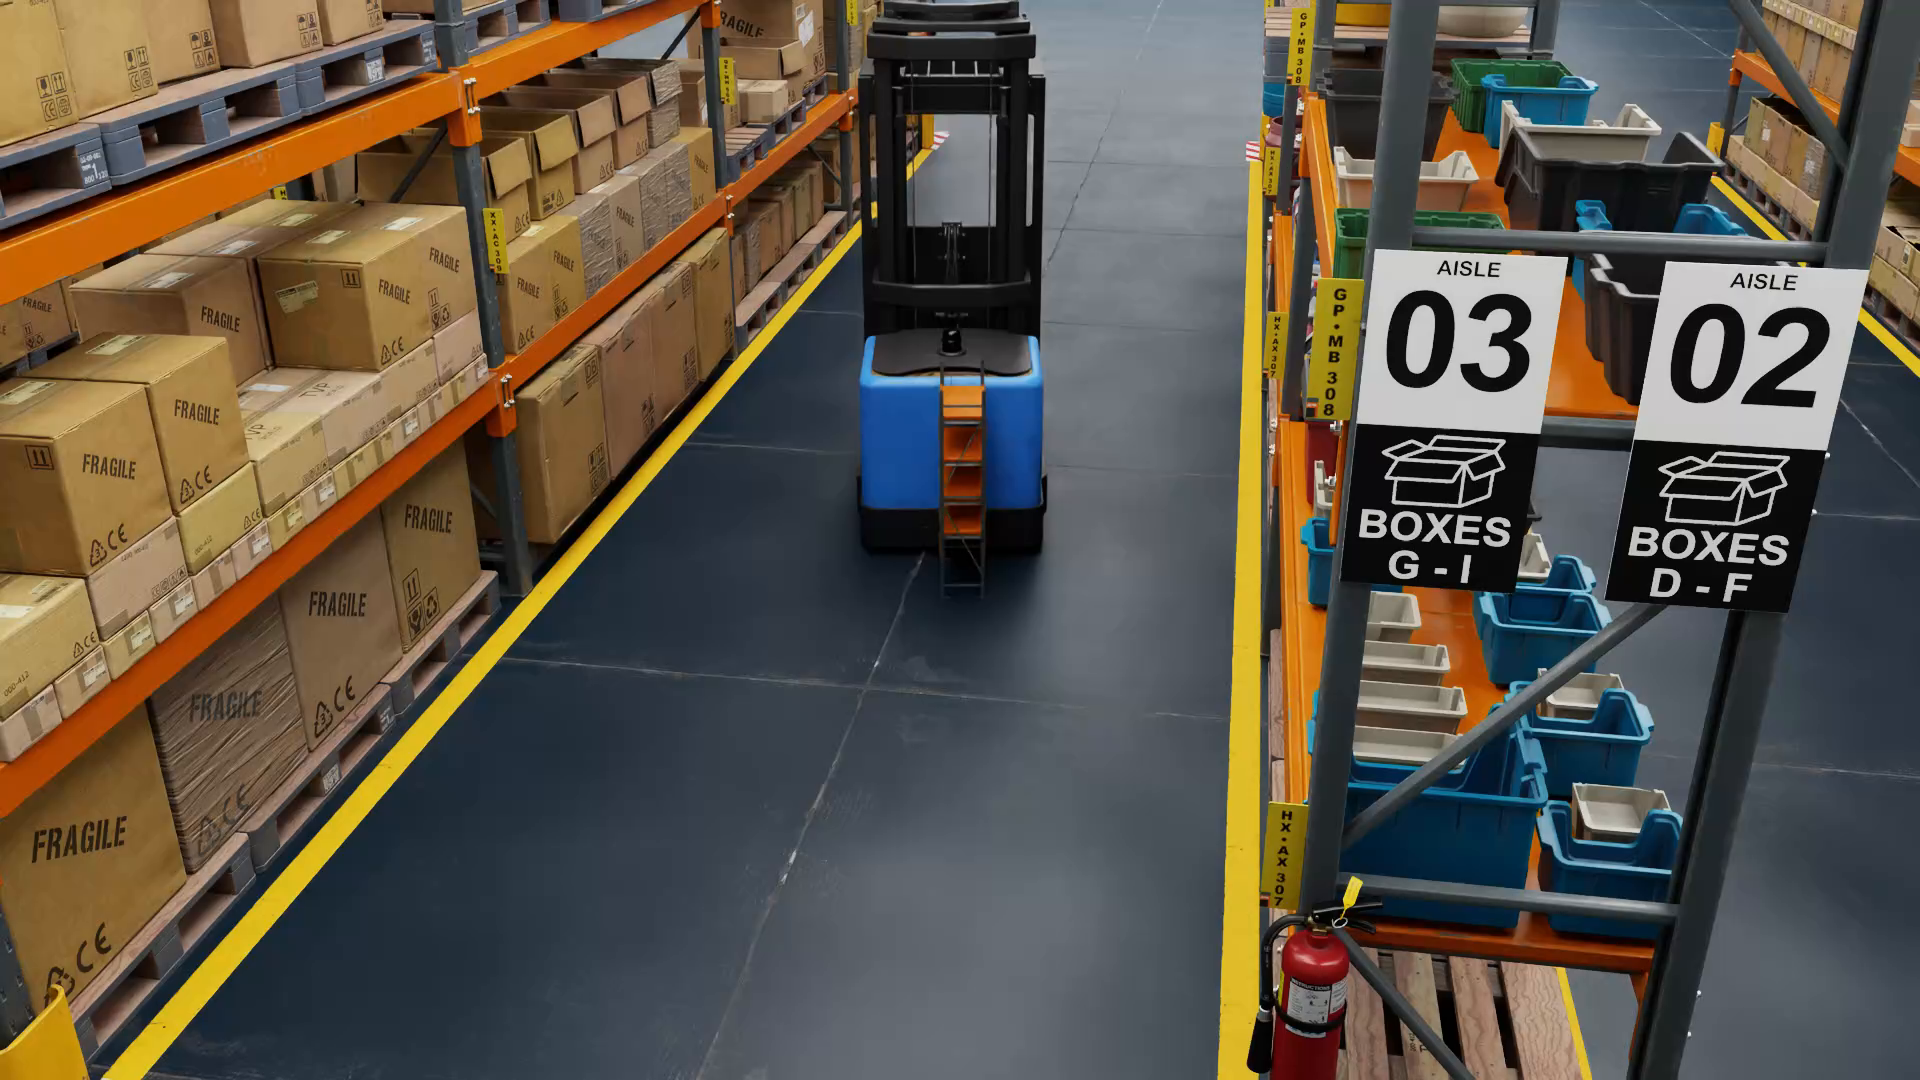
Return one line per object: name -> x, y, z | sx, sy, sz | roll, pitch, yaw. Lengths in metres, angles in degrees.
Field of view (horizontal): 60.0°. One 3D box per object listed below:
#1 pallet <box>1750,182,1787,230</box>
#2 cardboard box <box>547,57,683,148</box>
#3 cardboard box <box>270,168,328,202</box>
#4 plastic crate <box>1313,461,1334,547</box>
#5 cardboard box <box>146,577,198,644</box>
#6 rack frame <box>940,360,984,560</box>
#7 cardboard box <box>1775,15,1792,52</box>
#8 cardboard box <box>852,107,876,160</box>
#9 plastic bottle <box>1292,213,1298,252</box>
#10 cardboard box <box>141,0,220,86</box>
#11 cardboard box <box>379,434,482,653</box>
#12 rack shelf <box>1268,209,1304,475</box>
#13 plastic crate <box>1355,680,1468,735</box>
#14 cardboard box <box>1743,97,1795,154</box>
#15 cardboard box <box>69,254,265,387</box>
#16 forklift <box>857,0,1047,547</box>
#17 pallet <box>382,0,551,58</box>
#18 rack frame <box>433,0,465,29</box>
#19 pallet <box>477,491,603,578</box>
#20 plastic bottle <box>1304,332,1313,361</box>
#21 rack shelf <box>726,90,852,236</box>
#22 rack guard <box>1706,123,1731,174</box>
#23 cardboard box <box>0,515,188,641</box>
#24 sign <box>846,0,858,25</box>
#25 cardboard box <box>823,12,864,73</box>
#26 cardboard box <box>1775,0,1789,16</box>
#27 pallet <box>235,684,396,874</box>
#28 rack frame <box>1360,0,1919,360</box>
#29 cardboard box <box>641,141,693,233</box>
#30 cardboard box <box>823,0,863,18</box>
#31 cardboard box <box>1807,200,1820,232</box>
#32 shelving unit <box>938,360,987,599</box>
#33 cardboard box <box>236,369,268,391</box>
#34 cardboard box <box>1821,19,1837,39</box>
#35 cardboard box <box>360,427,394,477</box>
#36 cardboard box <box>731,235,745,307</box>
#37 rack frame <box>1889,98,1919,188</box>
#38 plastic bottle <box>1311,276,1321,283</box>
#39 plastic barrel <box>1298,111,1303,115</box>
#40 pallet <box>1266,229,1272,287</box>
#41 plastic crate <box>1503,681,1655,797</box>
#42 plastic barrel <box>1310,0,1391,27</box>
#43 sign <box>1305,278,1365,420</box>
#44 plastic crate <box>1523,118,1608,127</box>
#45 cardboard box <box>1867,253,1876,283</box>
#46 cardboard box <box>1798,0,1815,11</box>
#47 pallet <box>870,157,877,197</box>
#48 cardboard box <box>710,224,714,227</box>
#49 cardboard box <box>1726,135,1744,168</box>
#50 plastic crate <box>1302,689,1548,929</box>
pallet -> 8.594, -3.332, 16.620 | 1.003, 0.211, 1.213 | 4, 25, 9
cardboard box -> -2.337, -2.964, 11.242 | 0.797, 0.503, 0.637 | 5, 26, 10
cardboard box -> -6.598, -3.330, 15.484 | 1.050, 0.750, 0.750 | 4, 25, 9
plastic crate -> 1.600, -0.100, 6.495 | 0.437, 0.282, 0.530 | 4, 25, 9
cardboard box -> -3.001, 0.242, 5.992 | 0.380, 0.149, 0.250 | 4, 25, 8
rack frame -> 0.012, -0.431, 9.255 | 0.240, 1.200, 0.015 | 0, 25, 0
cardboard box -> 8.709, -5.058, 16.899 | 0.700, 0.500, 0.500 | 5, 25, 10
cardboard box -> -1.197, -4.400, 18.064 | 0.500, 0.500, 0.500 | 6, 26, 13
plastic bottle -> 2.153, -1.968, 10.553 | 0.061, 0.283, 0.133 | 4, 25, 9
cardboard box -> -3.241, -1.970, 6.151 | 0.700, 0.500, 0.500 | 5, 26, 11
cardboard box -> -3.042, -0.053, 8.336 | 0.875, 0.875, 0.875 | 4, 25, 9
rack shelf -> 2.358, -1.263, 9.759 | 1.077, 0.370, 4.000 | 4, 25, 9
plastic crate -> 1.394, 0.539, 5.301 | 0.396, 0.136, 0.243 | 4, 25, 9
cardboard box -> 8.492, -4.293, 17.247 | 0.500, 0.500, 0.500 | 4, 25, 9
cardboard box -> -3.354, -0.896, 7.068 | 0.500, 0.500, 0.500 | 3, 25, 7
forklift -> -0.049, -1.863, 10.273 | 1.130, 2.935, 3.031 | 0, 25, 0
pallet -> -2.754, -2.754, 8.784 | 0.805, 0.209, 1.217 | 3, 25, 6
rack frame -> -2.855, -3.813, 7.281 | 1.000, 3.000, 0.127 | 4, 25, 9
pallet -> -2.803, -0.161, 9.844 | 1.003, 0.211, 1.213 | 4, 25, 9
plastic bottle -> 1.777, -0.884, 8.246 | 0.152, 0.276, 0.135 | 4, 25, 9
rack shelf -> -1.874, -3.279, 14.066 | 1.077, 0.370, 4.000 | 4, 25, 9
rack guard -> 8.883, -4.305, 18.356 | 1.175, 0.500, 0.348 | 4, 25, 9
cardboard box -> -3.085, 0.111, 5.802 | 0.500, 0.250, 0.500 | 4, 25, 8
sign -> -0.999, -4.929, 15.376 | 0.100, 0.325, 0.005 | 4, 25, 9
cardboard box -> -1.413, -4.806, 16.009 | 0.875, 0.500, 0.500 | 4, 25, 9
cardboard box -> 8.520, -5.402, 16.869 | 0.380, 0.149, 0.250 | 4, 25, 9
pallet -> -3.253, 0.992, 7.383 | 1.003, 0.211, 1.213 | 4, 25, 9
rack frame -> 1.378, -1.797, 2.974 | 1.000, 3.000, 0.127 | 4, 25, 9
cardboard box -> -2.124, -2.382, 11.183 | 0.500, 0.500, 0.500 | 4, 25, 8
cardboard box -> -1.223, -5.245, 15.769 | 0.500, 0.500, 0.500 | 4, 25, 9
cardboard box -> 8.085, -2.908, 15.172 | 0.500, 0.250, 0.500 | 4, 25, 9
shelving unit -> 0.013, -0.327, 9.034 | 0.258, 1.200, 0.503 | 0, 25, 0
cardboard box -> -3.355, -0.559, 7.233 | 0.500, 0.250, 0.500 | 5, 25, 10
cardboard box -> 8.267, -4.752, 15.481 | 0.380, 0.149, 0.250 | 5, 25, 10
cardboard box -> -2.749, -0.401, 7.365 | 0.380, 0.149, 0.250 | 4, 25, 10
cardboard box -> -2.111, -2.117, 13.165 | 0.700, 0.500, 0.500 | 3, 25, 6
rack frame -> 8.225, -3.754, 14.231 | 1.000, 3.000, 0.127 | 4, 25, 9
plastic bottle -> 1.941, -1.304, 9.143 | 0.152, 0.276, 0.135 | 4, 25, 9
plastic barrel -> 2.643, -2.921, 12.321 | 0.421, 0.512, 0.421 | 0, 25, 0
pallet -> 3.249, -2.504, 14.851 | 1.003, 0.211, 1.213 | 4, 25, 9
plastic crate -> 1.851, 0.613, 5.028 | 0.416, 0.233, 0.300 | 4, 25, 9
plastic barrel -> 1.981, -2.782, 7.900 | 0.600, 0.588, 0.600 | 0, 25, 0
sign -> 0.833, -0.422, 3.699 | 0.100, 0.325, 0.005 | 4, 25, 9
plastic crate -> 2.199, -1.433, 6.047 | 0.293, 0.136, 0.466 | 4, 25, 9
cardboard box -> 7.830, -2.333, 13.945 | 0.500, 0.250, 0.500 | 5, 25, 10
cardboard box -> 8.619, -5.412, 16.125 | 0.700, 0.500, 0.500 | 4, 25, 9
pallet -> -1.275, -3.974, 17.990 | 1.003, 0.211, 1.213 | 4, 25, 9
cardboard box -> -2.121, -2.458, 13.007 | 0.500, 0.250, 0.500 | 5, 26, 11
cardboard box -> 8.572, -4.163, 17.853 | 0.500, 0.250, 0.500 | 4, 25, 9
plastic crate -> 1.248, 0.724, 4.552 | 0.616, 0.435, 0.499 | 4, 25, 9
